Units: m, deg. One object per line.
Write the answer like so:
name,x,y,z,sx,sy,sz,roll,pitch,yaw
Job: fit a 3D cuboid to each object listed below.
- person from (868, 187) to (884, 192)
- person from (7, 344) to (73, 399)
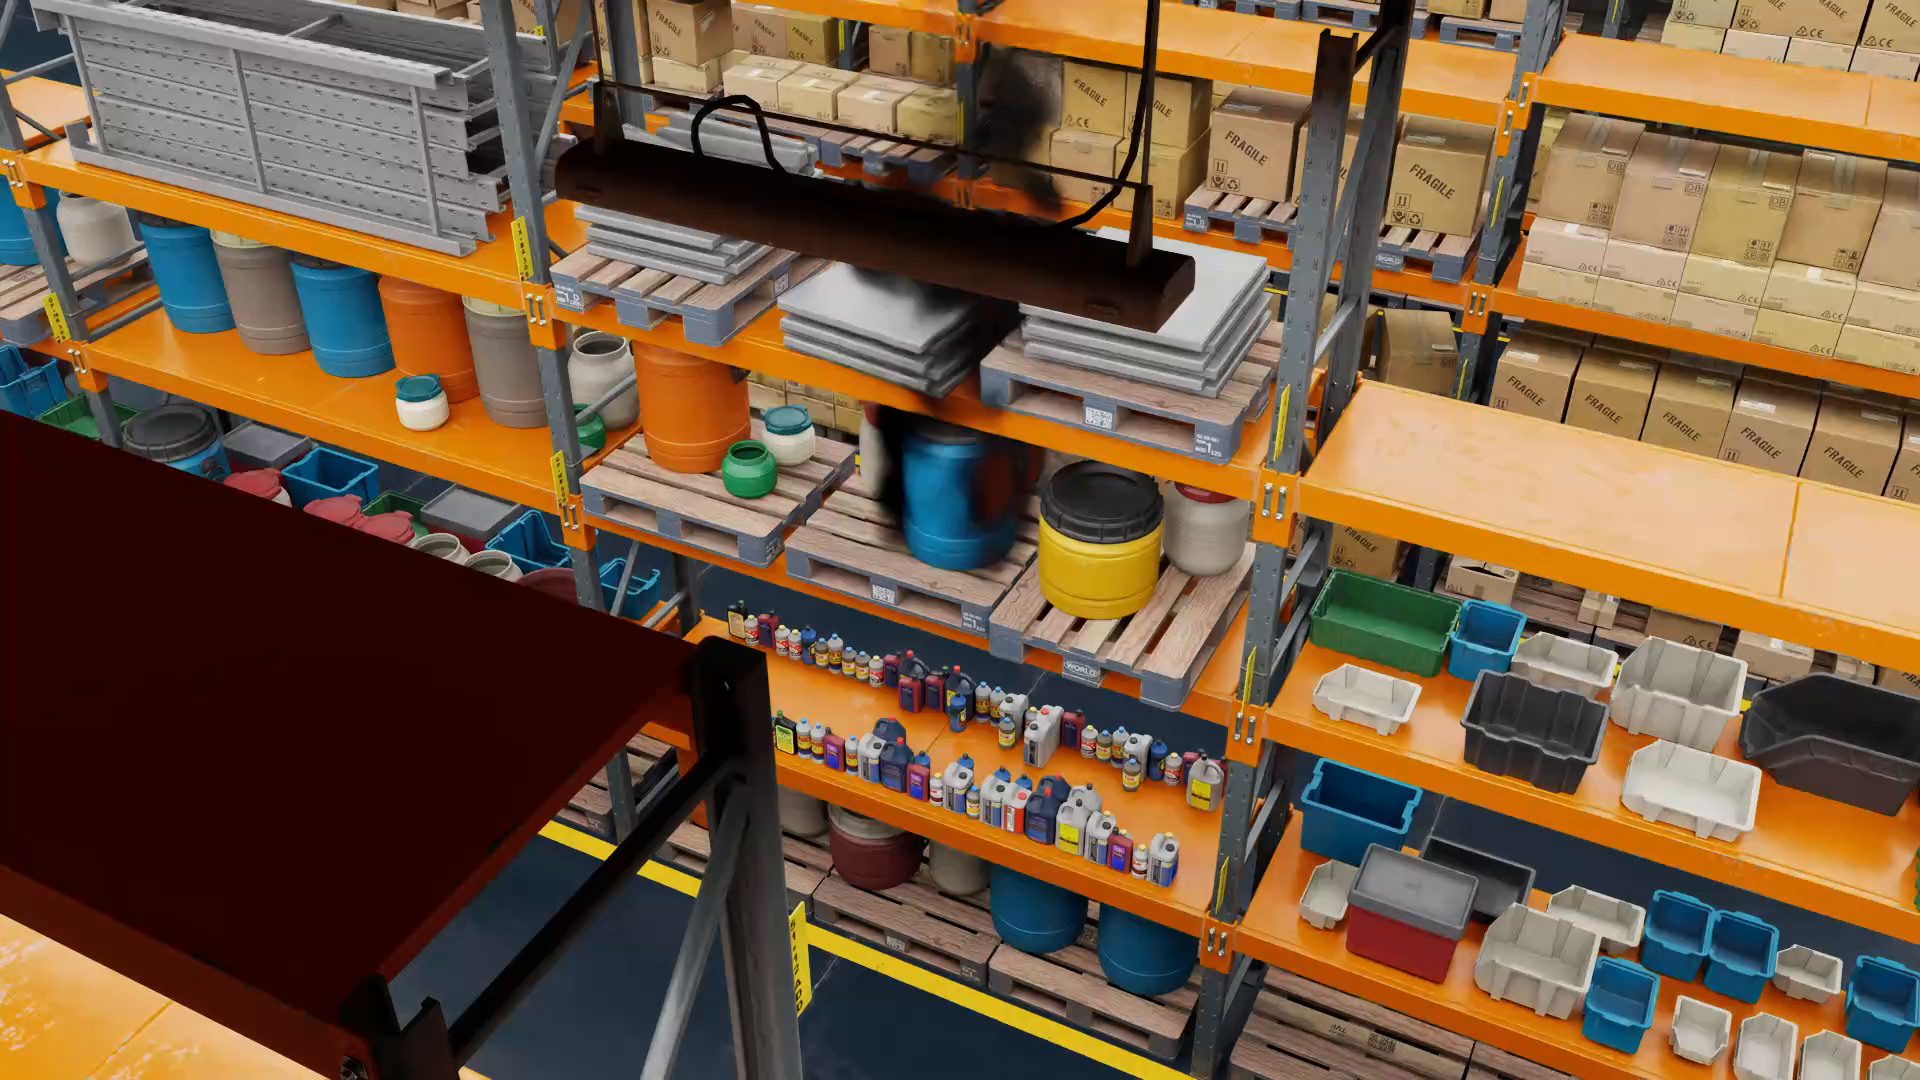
person,-0.788,-2.722,16.393,0.667,1.573,0.529,16,38,21
person,-8.159,-1.671,14.755,0.655,1.729,0.718,15,38,20
